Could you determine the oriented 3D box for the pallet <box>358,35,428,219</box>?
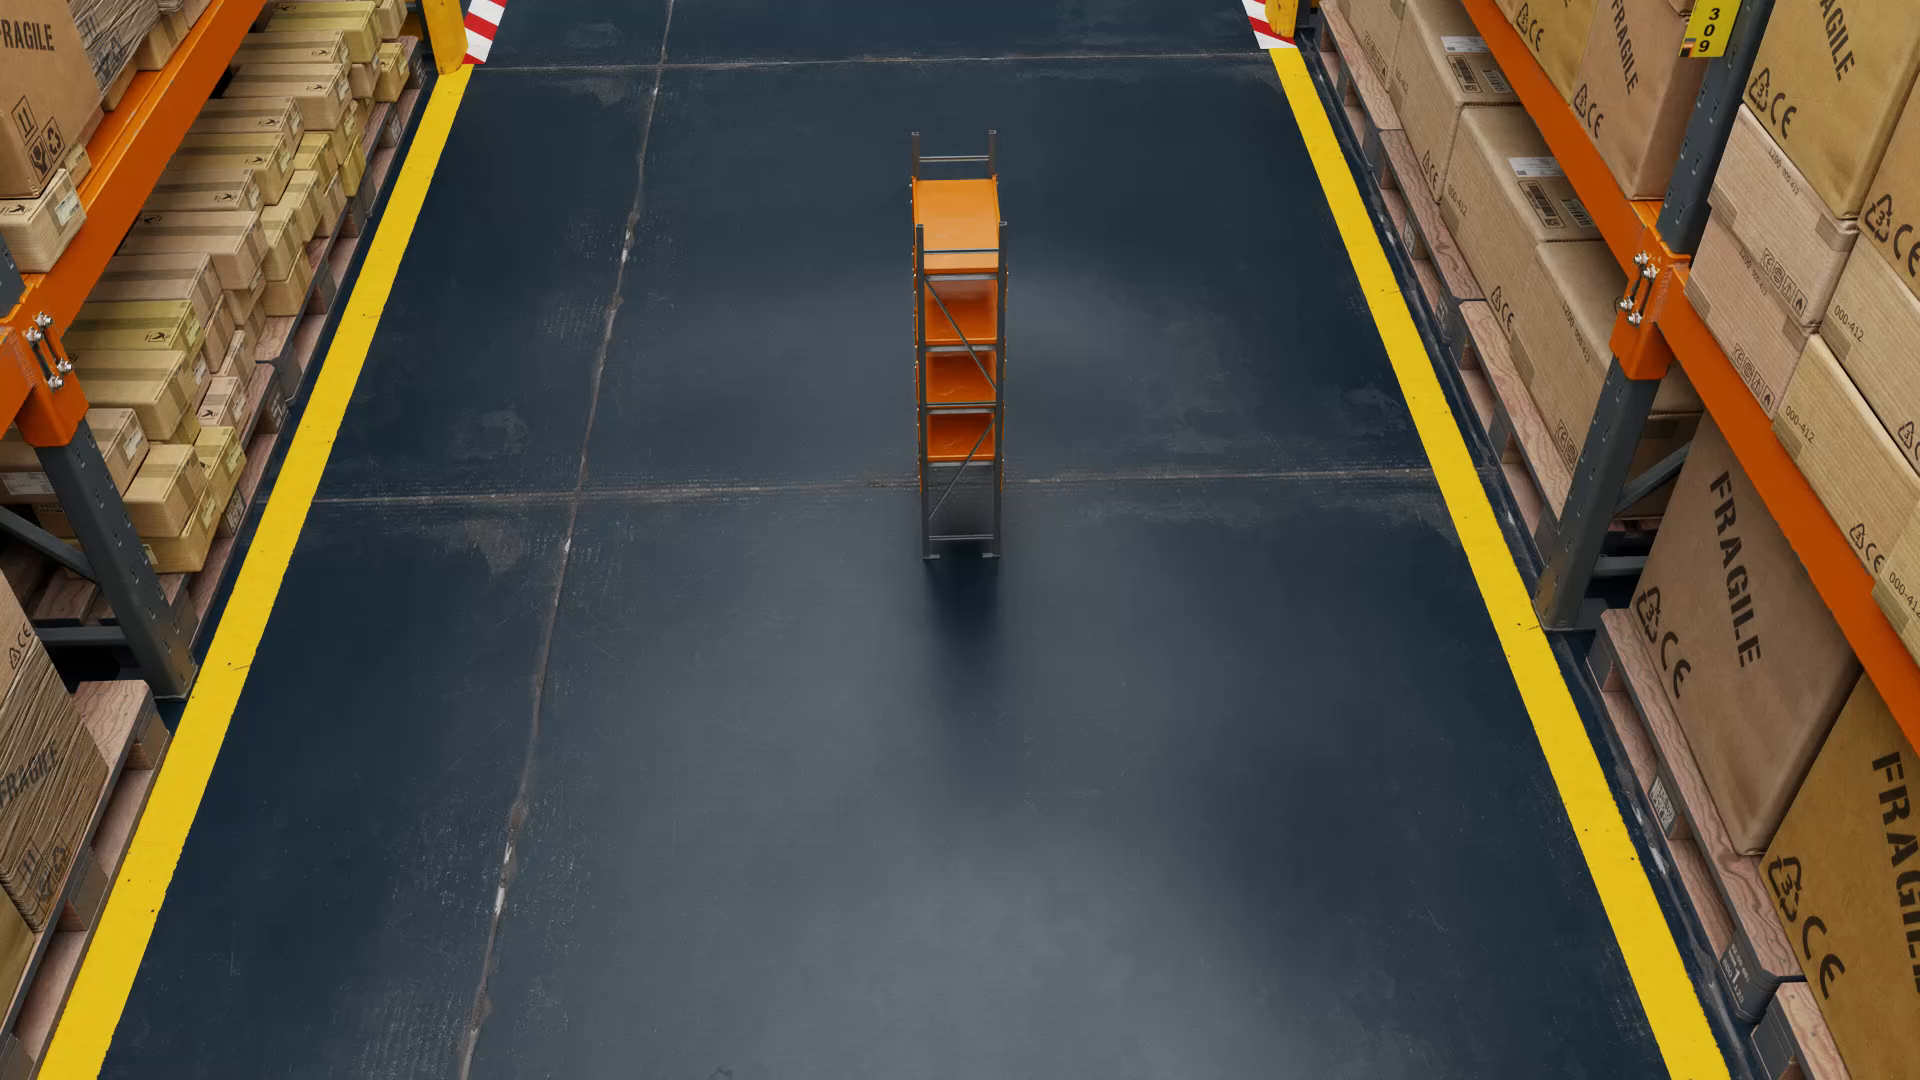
[{"bbox_3d":[-2.877,-1.745,6.998,1.003,0.211,1.213,-2,43,-2],"label":"pallet"}]

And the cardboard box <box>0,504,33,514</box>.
[{"bbox_3d":[-2.994,-0.210,5.059,0.380,0.149,0.250,-1,43,-1],"label":"cardboard box"}]

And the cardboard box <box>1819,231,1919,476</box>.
[{"bbox_3d":[2.019,-0.357,3.160,0.500,0.250,0.500,-1,43,-1],"label":"cardboard box"}]

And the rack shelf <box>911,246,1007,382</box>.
[{"bbox_3d":[-0.007,-0.669,4.861,0.258,0.148,0.480,-2,43,-2],"label":"rack shelf"}]

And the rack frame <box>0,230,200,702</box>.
[{"bbox_3d":[-2.710,-0.674,3.765,1.000,3.000,0.127,-2,43,-2],"label":"rack frame"}]

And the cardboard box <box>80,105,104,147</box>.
[{"bbox_3d":[-2.544,-1.133,4.452,0.380,0.149,0.250,-3,43,-4],"label":"cardboard box"}]

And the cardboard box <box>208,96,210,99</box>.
[{"bbox_3d":[-3.157,-1.701,6.465,0.380,0.149,0.250,0,43,0],"label":"cardboard box"}]

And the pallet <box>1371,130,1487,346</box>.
[{"bbox_3d":[2.223,-1.197,6.400,1.003,0.211,1.213,-2,43,-2],"label":"pallet"}]

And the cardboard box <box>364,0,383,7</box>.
[{"bbox_3d":[-2.604,-2.347,6.950,0.380,0.149,0.250,-1,43,-1],"label":"cardboard box"}]

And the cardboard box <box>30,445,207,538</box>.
[{"bbox_3d":[-2.405,-0.141,4.763,0.380,0.149,0.250,0,43,0],"label":"cardboard box"}]

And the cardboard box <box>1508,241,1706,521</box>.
[{"bbox_3d":[2.312,-0.521,5.184,0.875,0.438,0.875,-2,43,-2],"label":"cardboard box"}]

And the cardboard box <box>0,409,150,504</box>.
[{"bbox_3d":[-2.517,-0.235,4.646,0.380,0.149,0.250,0,43,0],"label":"cardboard box"}]

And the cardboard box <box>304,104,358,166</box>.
[{"bbox_3d":[-2.513,-1.540,6.289,0.380,0.149,0.250,-1,43,-1],"label":"cardboard box"}]

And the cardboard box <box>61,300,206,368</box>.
[{"bbox_3d":[-2.530,-0.592,5.035,0.380,0.149,0.250,-2,43,-2],"label":"cardboard box"}]

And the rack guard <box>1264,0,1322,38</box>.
[{"bbox_3d":[2.061,-2.679,7.803,1.175,0.500,0.348,-2,43,-2],"label":"rack guard"}]

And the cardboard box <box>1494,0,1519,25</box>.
[{"bbox_3d":[1.893,-1.913,5.043,0.500,0.500,0.500,-2,43,-2],"label":"cardboard box"}]

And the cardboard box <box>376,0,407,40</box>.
[{"bbox_3d":[-2.572,-2.240,7.052,0.380,0.149,0.250,-3,43,-3],"label":"cardboard box"}]

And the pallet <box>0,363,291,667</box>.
[{"bbox_3d":[-2.773,-0.098,5.201,1.003,0.211,1.213,-2,43,-2],"label":"pallet"}]

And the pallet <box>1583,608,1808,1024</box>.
[{"bbox_3d":[2.340,0.663,4.371,1.003,0.211,1.213,-2,43,-2],"label":"pallet"}]

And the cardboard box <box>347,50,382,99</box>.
[{"bbox_3d":[-2.548,-1.889,6.670,0.380,0.149,0.250,-3,43,-4],"label":"cardboard box"}]

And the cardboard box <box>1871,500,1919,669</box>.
[{"bbox_3d":[2.016,0.172,2.954,0.500,0.250,0.500,-2,43,-2],"label":"cardboard box"}]

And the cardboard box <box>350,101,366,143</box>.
[{"bbox_3d":[-2.588,-1.611,6.586,0.380,0.149,0.250,-1,43,-1],"label":"cardboard box"}]

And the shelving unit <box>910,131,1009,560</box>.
[{"bbox_3d":[-0.007,-0.554,4.966,0.258,1.200,0.503,-2,43,-2],"label":"shelving unit"}]

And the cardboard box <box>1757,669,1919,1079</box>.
[{"bbox_3d":[2.384,0.770,3.451,0.875,0.875,0.875,-1,43,-1],"label":"cardboard box"}]

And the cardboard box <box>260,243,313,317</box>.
[{"bbox_3d":[-2.500,-0.907,5.819,0.380,0.149,0.250,-3,43,-3],"label":"cardboard box"}]

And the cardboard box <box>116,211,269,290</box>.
[{"bbox_3d":[-2.493,-0.942,5.417,0.380,0.149,0.250,-1,43,-1],"label":"cardboard box"}]

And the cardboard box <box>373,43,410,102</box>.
[{"bbox_3d":[-2.537,-1.958,6.965,0.380,0.149,0.250,0,43,0],"label":"cardboard box"}]

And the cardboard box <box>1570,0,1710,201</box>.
[{"bbox_3d":[1.957,-1.227,4.294,0.500,0.500,0.500,-1,43,-1],"label":"cardboard box"}]

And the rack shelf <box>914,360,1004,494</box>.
[{"bbox_3d":[-0.007,-0.358,5.146,0.258,0.148,0.480,-2,43,-2],"label":"rack shelf"}]

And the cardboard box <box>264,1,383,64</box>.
[{"bbox_3d":[-2.513,-2.005,6.576,0.380,0.149,0.250,-3,43,-3],"label":"cardboard box"}]

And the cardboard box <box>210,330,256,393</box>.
[{"bbox_3d":[-2.538,-0.549,5.428,0.380,0.149,0.250,-2,43,-3],"label":"cardboard box"}]

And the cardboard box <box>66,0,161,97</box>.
[{"bbox_3d":[-2.507,-1.496,4.368,0.500,0.500,0.500,-2,43,-2],"label":"cardboard box"}]

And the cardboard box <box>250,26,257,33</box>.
[{"bbox_3d":[-3.114,-2.227,7.038,0.380,0.149,0.250,0,43,0],"label":"cardboard box"}]

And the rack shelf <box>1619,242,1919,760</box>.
[{"bbox_3d":[2.317,0.731,2.765,1.077,0.370,4.000,-2,43,-2],"label":"rack shelf"}]

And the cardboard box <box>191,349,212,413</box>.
[{"bbox_3d":[-2.552,-0.473,5.125,0.380,0.149,0.250,-2,43,-2],"label":"cardboard box"}]

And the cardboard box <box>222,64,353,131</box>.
[{"bbox_3d":[-2.498,-1.648,6.187,0.380,0.149,0.250,0,43,0],"label":"cardboard box"}]

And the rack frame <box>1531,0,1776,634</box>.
[{"bbox_3d":[2.232,-0.884,3.995,1.000,3.000,0.127,-2,43,-2],"label":"rack frame"}]

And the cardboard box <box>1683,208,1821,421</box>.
[{"bbox_3d":[1.987,-0.524,3.713,0.500,0.250,0.500,-3,43,-3],"label":"cardboard box"}]

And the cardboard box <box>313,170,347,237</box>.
[{"bbox_3d":[-2.523,-1.255,6.199,0.380,0.149,0.250,-1,43,-1],"label":"cardboard box"}]

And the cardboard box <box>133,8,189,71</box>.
[{"bbox_3d":[-2.495,-1.488,4.840,0.380,0.149,0.250,-1,43,-1],"label":"cardboard box"}]

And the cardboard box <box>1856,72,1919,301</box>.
[{"bbox_3d":[2.012,-0.641,2.916,0.500,0.500,0.500,-2,43,-2],"label":"cardboard box"}]

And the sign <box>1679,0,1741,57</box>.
[{"bbox_3d":[1.677,-1.215,3.657,0.100,0.325,0.005,-2,43,-2],"label":"sign"}]

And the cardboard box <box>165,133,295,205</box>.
[{"bbox_3d":[-2.558,-1.291,5.797,0.380,0.149,0.250,-1,43,-2],"label":"cardboard box"}]

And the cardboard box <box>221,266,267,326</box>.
[{"bbox_3d":[-2.549,-0.842,5.527,0.380,0.149,0.250,0,43,0],"label":"cardboard box"}]

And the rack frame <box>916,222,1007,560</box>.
[{"bbox_3d":[0.003,-0.389,4.787,0.240,1.200,0.015,-2,43,-2],"label":"rack frame"}]

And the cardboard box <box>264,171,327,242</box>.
[{"bbox_3d":[-2.481,-1.181,5.897,0.380,0.149,0.250,-1,43,-1],"label":"cardboard box"}]

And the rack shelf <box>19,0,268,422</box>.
[{"bbox_3d":[-2.795,-1.759,5.481,1.077,0.370,4.000,-2,43,-2],"label":"rack shelf"}]

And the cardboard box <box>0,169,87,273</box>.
[{"bbox_3d":[-2.395,-0.782,4.069,0.380,0.149,0.250,0,43,0],"label":"cardboard box"}]

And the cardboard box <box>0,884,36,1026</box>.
[{"bbox_3d":[-2.405,0.932,3.553,0.500,0.500,0.500,-3,43,-3],"label":"cardboard box"}]

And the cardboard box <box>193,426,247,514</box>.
[{"bbox_3d":[-2.415,-0.212,5.061,0.380,0.149,0.250,0,43,-1],"label":"cardboard box"}]

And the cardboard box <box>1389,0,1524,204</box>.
[{"bbox_3d":[2.237,-1.734,6.508,0.875,0.438,0.875,-1,43,-1],"label":"cardboard box"}]
